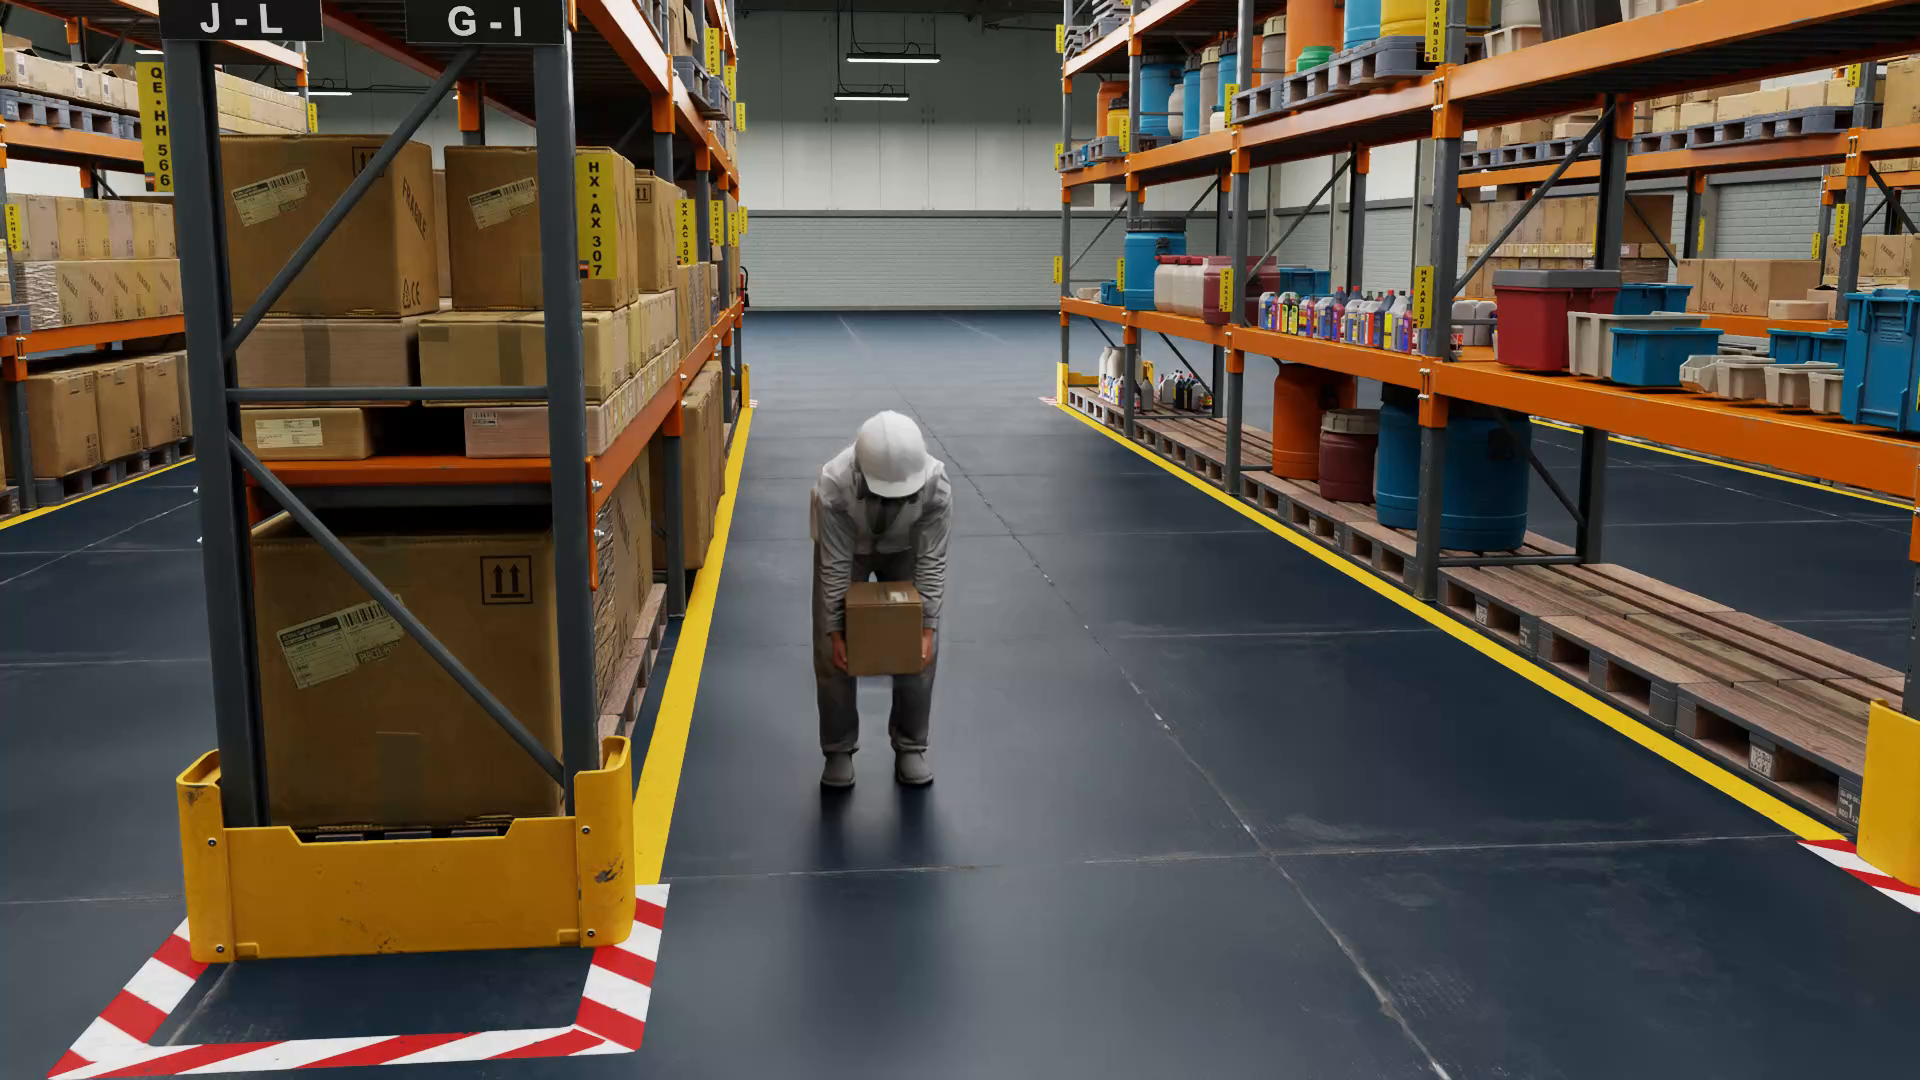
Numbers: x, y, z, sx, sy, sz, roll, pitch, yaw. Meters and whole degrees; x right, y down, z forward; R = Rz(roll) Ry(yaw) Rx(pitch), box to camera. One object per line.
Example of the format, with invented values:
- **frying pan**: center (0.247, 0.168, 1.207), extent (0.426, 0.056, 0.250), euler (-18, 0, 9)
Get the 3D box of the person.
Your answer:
- **person**: center (-0.278, 0.001, 5.844), extent (0.494, 1.762, 0.563), euler (-1, 10, -5)
